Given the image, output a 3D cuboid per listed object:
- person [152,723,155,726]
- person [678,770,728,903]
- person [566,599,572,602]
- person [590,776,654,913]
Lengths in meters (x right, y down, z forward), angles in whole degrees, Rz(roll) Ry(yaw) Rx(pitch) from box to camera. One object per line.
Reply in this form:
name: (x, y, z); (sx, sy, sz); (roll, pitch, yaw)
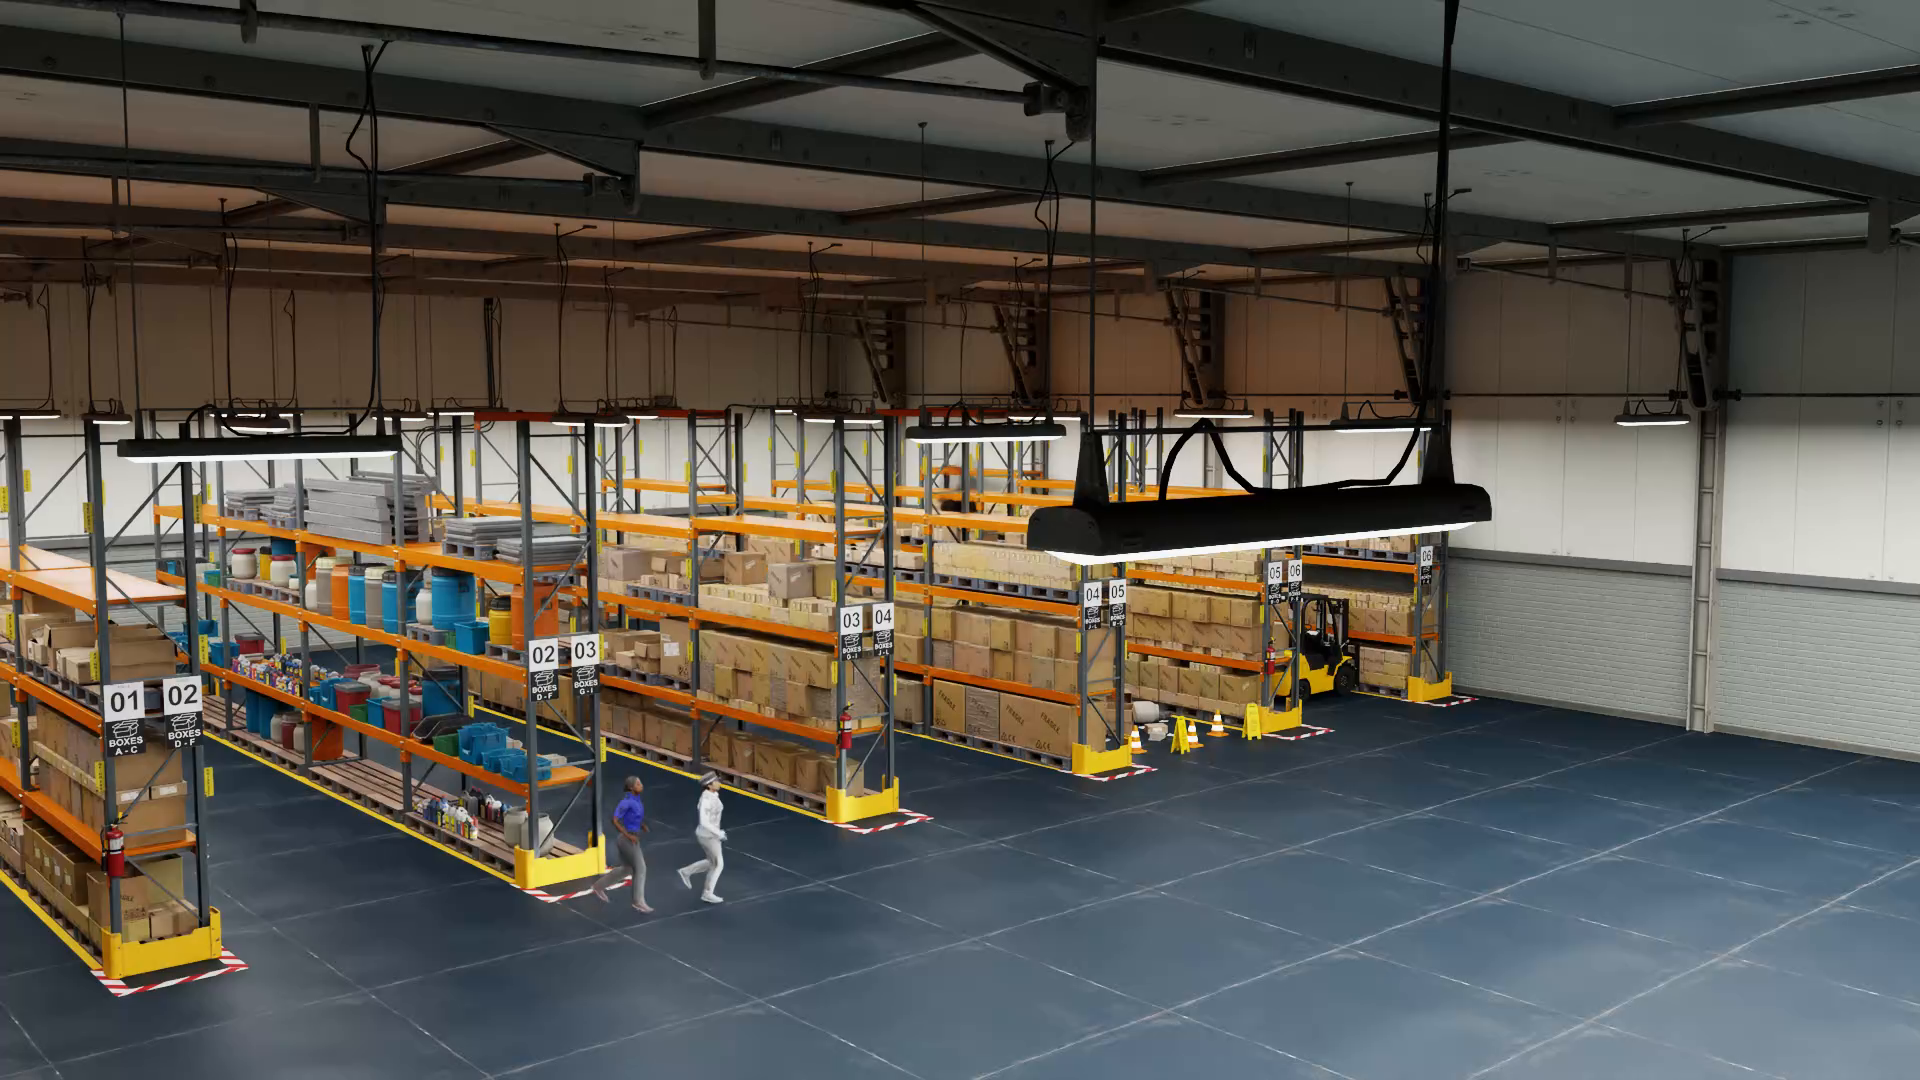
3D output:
person: (-13.463, 3.063, 27.372); (0.601, 1.738, 0.658); (4, 6, 36)
person: (-3.211, 3.693, 20.753); (0.628, 1.684, 0.629); (-1, 5, -6)
person: (-9.162, 2.165, 38.579); (0.561, 1.596, 0.645); (-2, 6, -25)
person: (-4.148, 3.725, 20.452); (0.791, 1.682, 0.585); (0, 5, -2)
